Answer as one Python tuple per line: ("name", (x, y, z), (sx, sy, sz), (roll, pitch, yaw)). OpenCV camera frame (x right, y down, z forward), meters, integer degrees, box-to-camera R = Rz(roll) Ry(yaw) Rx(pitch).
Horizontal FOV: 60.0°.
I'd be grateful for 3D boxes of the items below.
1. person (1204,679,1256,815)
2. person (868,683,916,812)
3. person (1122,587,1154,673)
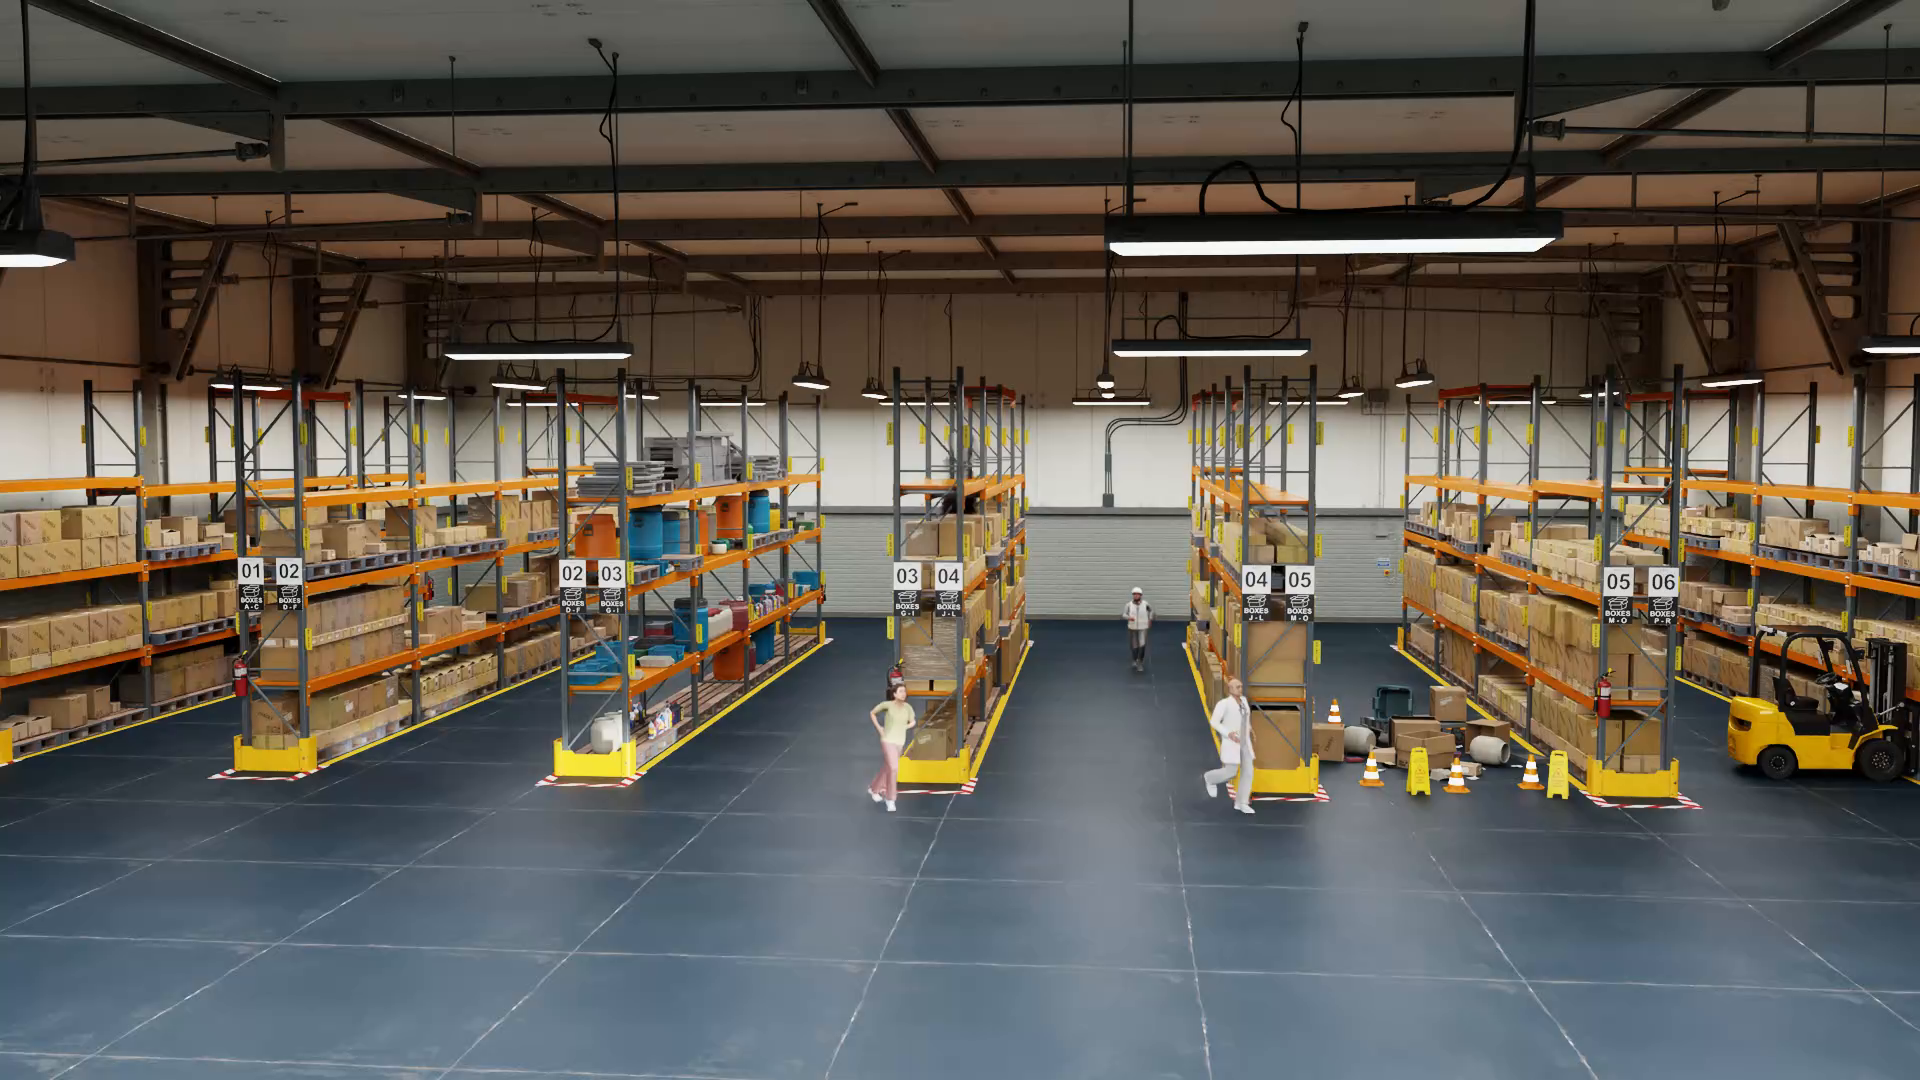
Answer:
("person", (3.682, 2.850, 22.368), (0.732, 1.559, 0.935), (-2, 4, -32))
("person", (-0.906, 2.787, 22.598), (0.573, 1.722, 0.760), (-3, 4, -36))
("person", (3.804, 1.922, 35.574), (0.658, 1.822, 0.734), (1, 4, 12))
